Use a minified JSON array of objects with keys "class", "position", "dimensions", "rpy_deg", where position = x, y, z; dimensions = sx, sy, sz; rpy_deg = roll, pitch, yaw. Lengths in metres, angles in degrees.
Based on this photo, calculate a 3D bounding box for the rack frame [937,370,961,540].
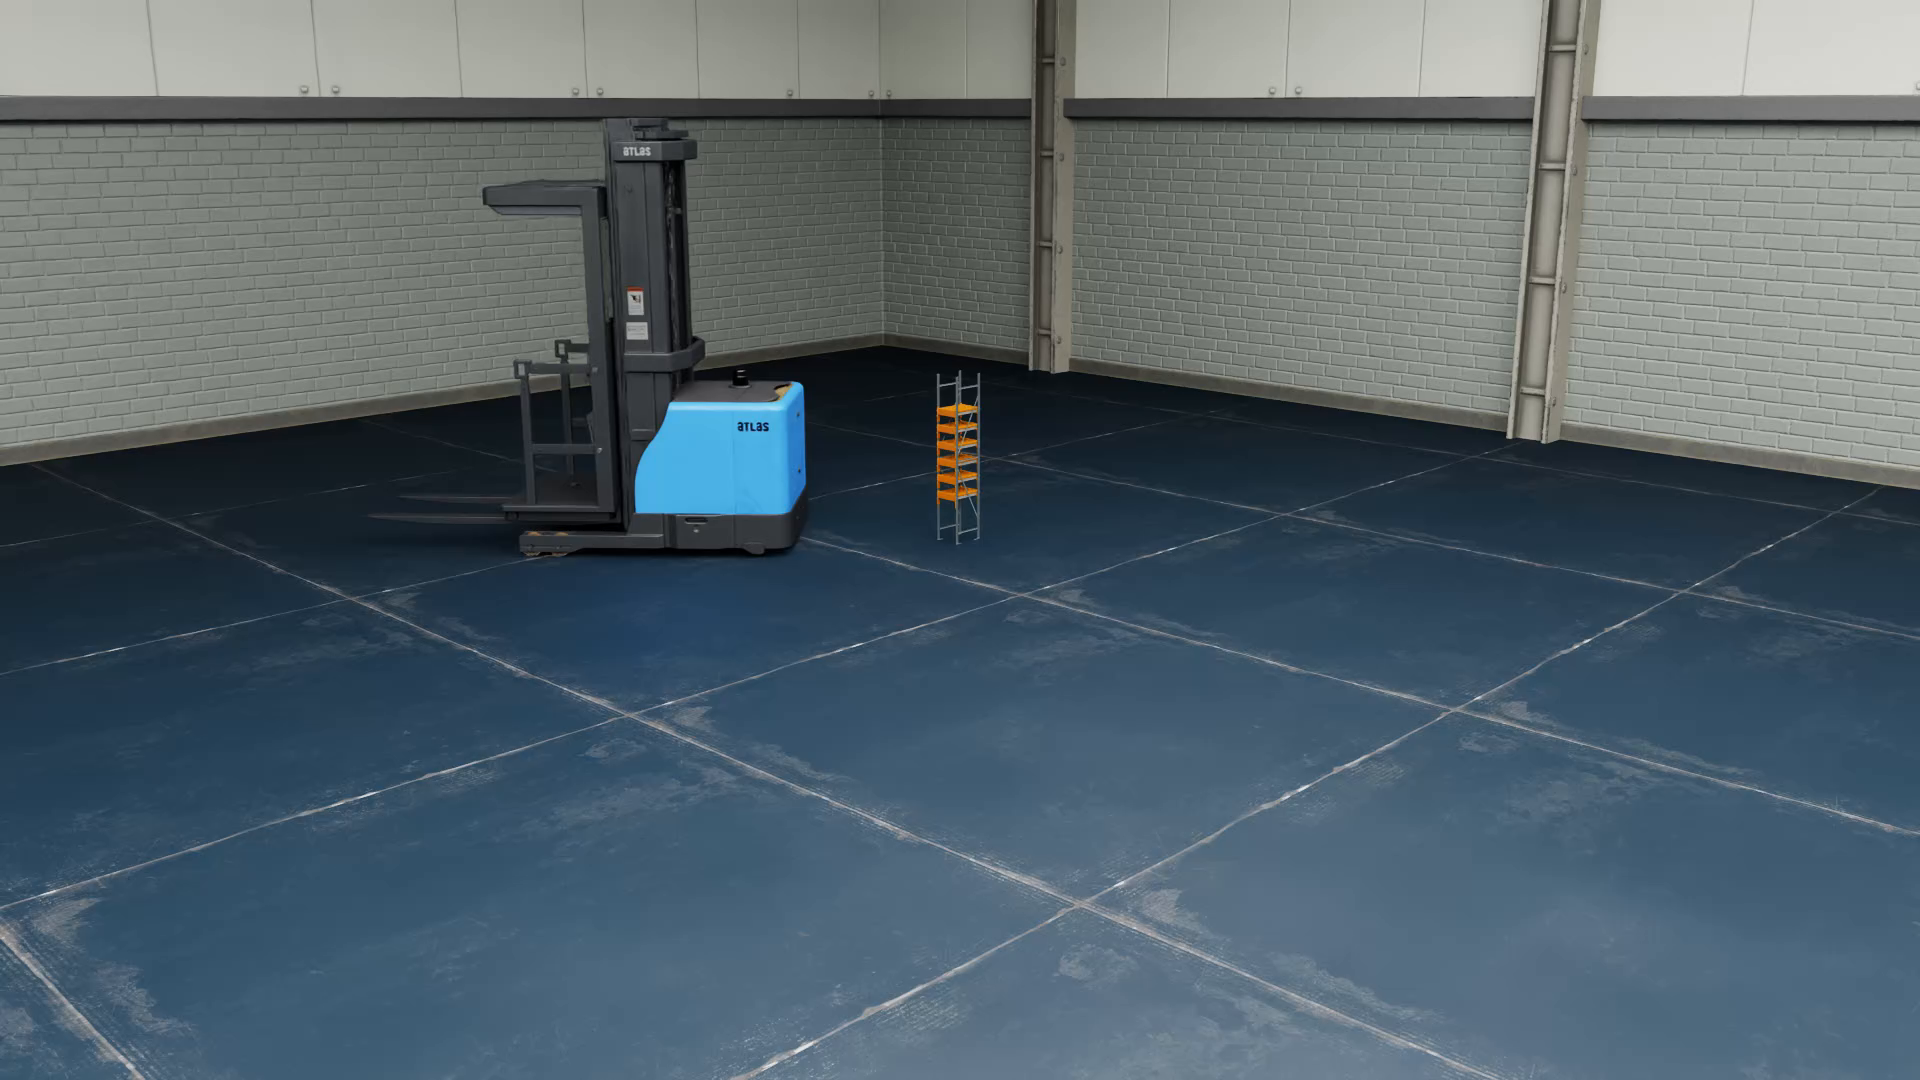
[{"class":"rack frame","position":[-0.076,-0.599,11.852],"dimensions":[0.006,1.200,0.240],"rpy_deg":[14,20,42]}]

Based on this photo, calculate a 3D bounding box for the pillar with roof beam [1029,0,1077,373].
[{"class":"pillar with roof beam","position":[-1.933,-5.576,15.483],"dimensions":[0.400,9.000,9.100],"rpy_deg":[14,20,42]}]

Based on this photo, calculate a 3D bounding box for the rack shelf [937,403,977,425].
[{"class":"rack shelf","position":[-0.010,-0.889,11.711],"dimensions":[0.180,0.103,0.258],"rpy_deg":[14,20,42]}]

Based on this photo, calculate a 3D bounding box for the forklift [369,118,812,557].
[{"class":"forklift","position":[-2.630,-1.435,11.627],"dimensions":[3.031,2.935,1.130],"rpy_deg":[1,15,2]}]

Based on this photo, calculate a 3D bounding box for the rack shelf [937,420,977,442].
[{"class":"rack shelf","position":[-0.010,-0.772,11.741],"dimensions":[0.180,0.103,0.258],"rpy_deg":[14,20,42]}]

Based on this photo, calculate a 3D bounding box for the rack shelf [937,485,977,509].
[{"class":"rack shelf","position":[-0.010,-0.308,11.862],"dimensions":[0.180,0.103,0.258],"rpy_deg":[14,20,42]}]

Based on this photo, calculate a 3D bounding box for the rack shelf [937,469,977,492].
[{"class":"rack shelf","position":[-0.010,-0.424,11.832],"dimensions":[0.180,0.103,0.258],"rpy_deg":[14,20,42]}]

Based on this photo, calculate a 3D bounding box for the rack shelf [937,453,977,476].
[{"class":"rack shelf","position":[-0.010,-0.540,11.802],"dimensions":[0.180,0.103,0.258],"rpy_deg":[14,20,42]}]

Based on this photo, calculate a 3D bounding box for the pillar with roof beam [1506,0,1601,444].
[{"class":"pillar with roof beam","position":[2.386,-4.525,11.453],"dimensions":[0.400,9.000,9.100],"rpy_deg":[14,20,42]}]

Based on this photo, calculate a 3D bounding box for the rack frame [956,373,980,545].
[{"class":"rack frame","position":[0.055,-0.567,11.729],"dimensions":[0.006,1.200,0.240],"rpy_deg":[14,20,42]}]

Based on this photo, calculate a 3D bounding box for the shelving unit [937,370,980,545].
[{"class":"shelving unit","position":[-0.010,-0.583,11.791],"dimensions":[0.189,1.200,0.258],"rpy_deg":[14,20,42]}]

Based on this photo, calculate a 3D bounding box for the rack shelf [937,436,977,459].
[{"class":"rack shelf","position":[-0.010,-0.656,11.771],"dimensions":[0.180,0.103,0.258],"rpy_deg":[14,20,42]}]
